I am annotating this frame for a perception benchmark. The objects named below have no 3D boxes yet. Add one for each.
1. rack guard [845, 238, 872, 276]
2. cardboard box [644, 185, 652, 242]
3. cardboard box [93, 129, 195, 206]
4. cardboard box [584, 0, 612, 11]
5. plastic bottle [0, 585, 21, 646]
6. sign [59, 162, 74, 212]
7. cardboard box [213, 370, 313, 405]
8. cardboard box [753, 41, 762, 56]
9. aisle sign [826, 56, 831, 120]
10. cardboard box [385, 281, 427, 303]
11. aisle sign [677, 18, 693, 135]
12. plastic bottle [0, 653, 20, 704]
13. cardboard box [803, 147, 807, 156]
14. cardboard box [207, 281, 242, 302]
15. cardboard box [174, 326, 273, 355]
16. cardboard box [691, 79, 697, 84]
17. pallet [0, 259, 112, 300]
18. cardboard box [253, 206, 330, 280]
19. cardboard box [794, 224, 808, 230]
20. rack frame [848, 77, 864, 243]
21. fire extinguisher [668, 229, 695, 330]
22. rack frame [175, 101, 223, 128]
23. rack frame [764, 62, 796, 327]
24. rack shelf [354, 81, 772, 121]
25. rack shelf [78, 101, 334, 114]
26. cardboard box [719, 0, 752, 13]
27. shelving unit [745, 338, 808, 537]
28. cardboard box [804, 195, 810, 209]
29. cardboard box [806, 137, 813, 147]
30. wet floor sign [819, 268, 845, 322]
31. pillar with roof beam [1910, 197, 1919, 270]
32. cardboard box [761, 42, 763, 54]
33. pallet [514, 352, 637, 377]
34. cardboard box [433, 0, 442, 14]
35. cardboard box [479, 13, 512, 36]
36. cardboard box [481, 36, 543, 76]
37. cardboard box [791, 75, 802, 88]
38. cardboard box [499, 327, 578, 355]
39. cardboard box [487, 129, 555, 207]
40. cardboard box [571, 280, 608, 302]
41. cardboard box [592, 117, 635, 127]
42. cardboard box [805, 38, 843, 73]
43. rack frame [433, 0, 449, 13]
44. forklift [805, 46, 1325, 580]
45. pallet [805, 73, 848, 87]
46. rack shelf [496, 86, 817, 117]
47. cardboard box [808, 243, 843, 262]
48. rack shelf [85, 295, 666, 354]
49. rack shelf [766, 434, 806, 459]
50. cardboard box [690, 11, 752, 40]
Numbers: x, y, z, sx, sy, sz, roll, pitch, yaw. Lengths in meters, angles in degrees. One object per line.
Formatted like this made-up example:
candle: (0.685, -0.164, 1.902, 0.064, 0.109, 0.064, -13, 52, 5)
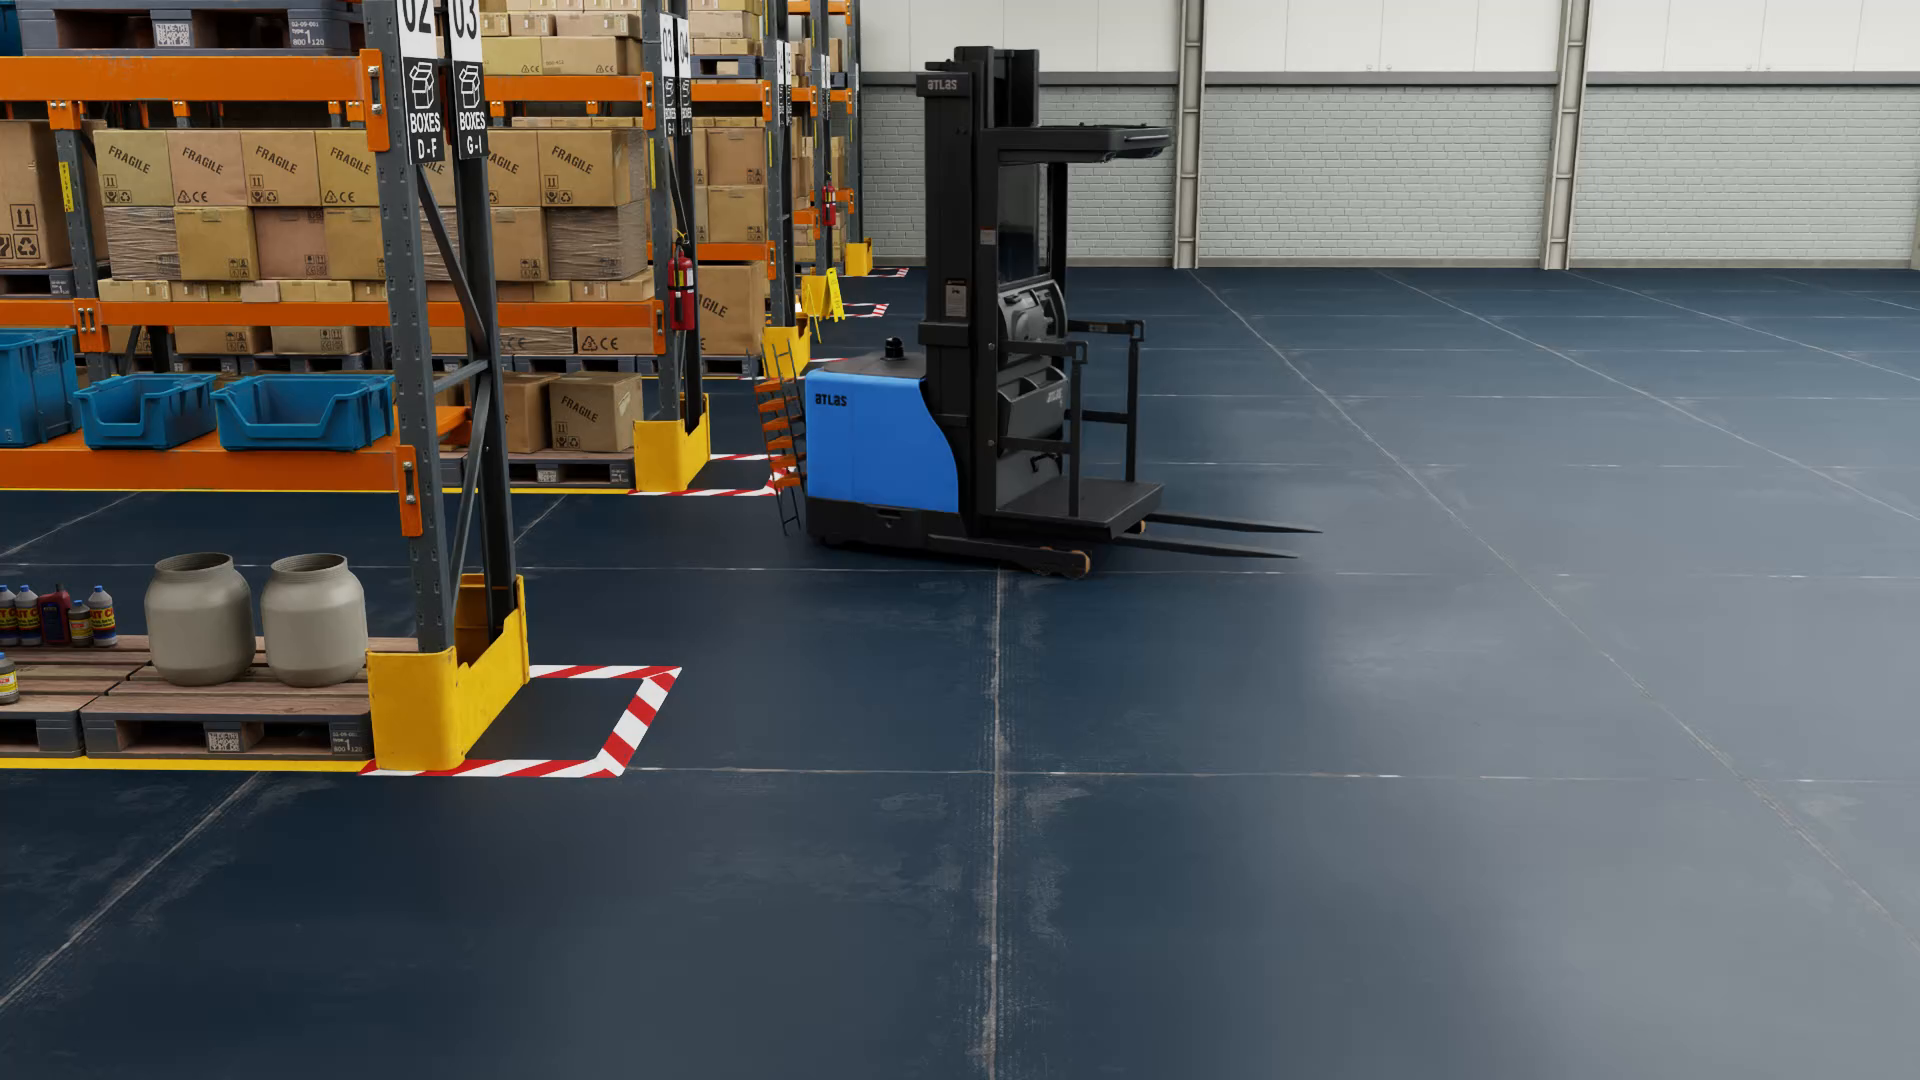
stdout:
rack guard: (-1.610, -4.518, 26.484, 0.348, 0.500, 1.175, 0, 15, 1)
cardboard box: (-3.262, -3.295, 16.654, 0.550, 0.550, 0.875, 0, 15, 1)
cardboard box: (-5.566, -2.567, 11.452, 0.500, 0.500, 0.500, 0, 15, 1)
cardboard box: (-3.399, -5.088, 15.774, 0.250, 0.149, 0.380, 0, 15, 1)
plastic bottle: (-4.384, 0.342, 7.650, 0.097, 0.271, 0.097, 0, 15, 0)
sign: (-6.020, -2.378, 11.203, 0.005, 0.325, 0.100, 0, 15, 1)
cardboard box: (-5.037, -0.939, 12.097, 0.500, 0.500, 0.500, 5, 16, 19)
cardboard box: (-2.117, -4.862, 16.482, 0.250, 0.149, 0.380, 0, 15, 2)
aisle sign: (-1.687, -5.796, 21.334, 0.004, 0.787, 0.394, 0, 15, 1)
cardboard box: (-3.803, -1.744, 11.563, 0.250, 0.149, 0.380, 0, 15, 1)
aisle sign: (-1.941, -3.267, 11.745, 0.004, 0.787, 0.394, 0, 15, 1)
plastic bottle: (-3.984, 0.570, 6.923, 0.097, 0.201, 0.097, 0, 15, 0)
cardboard box: (-2.502, -6.031, 25.851, 0.250, 0.149, 0.380, 1, 15, 2)
cardboard box: (-5.051, -1.761, 11.628, 0.250, 0.149, 0.380, 0, 15, 1)
cardboard box: (-7.368, -2.327, 16.868, 0.750, 0.750, 1.050, 0, 15, 1)
cardboard box: (-3.400, -5.736, 20.814, 0.250, 0.149, 0.380, 0, 15, 0)
pallet: (-6.769, -1.909, 12.071, 1.213, 0.211, 1.003, 0, 15, 1)
cardboard box: (-4.559, -2.143, 11.804, 0.500, 0.500, 0.875, 0, 15, 1)
cardboard box: (-2.613, -5.009, 26.052, 0.500, 0.250, 0.500, 1, 15, 2)
rack frame: (-1.634, -5.727, 26.165, 0.127, 3.000, 1.000, 0, 15, 1)
fire extinguisher: (-1.908, -1.778, 11.350, 0.183, 0.674, 0.296, 0, 15, 1)
rack frame: (-9.755, -4.513, 21.565, 0.127, 3.000, 1.000, 0, 15, 1)
rack frame: (-1.783, -3.198, 16.580, 0.127, 3.000, 1.000, 0, 15, 1)
rack shelf: (-3.782, -4.313, 16.339, 4.000, 0.370, 1.077, 0, 15, 1)
rack shelf: (-11.631, -6.894, 26.121, 4.000, 0.370, 1.077, 0, 15, 1)
cardboard box: (-2.128, -5.079, 15.742, 0.250, 0.149, 0.380, 1, 15, 2)
shelving unit: (-1.079, -0.635, 10.362, 0.189, 1.200, 0.258, -6, 12, 20)
cardboard box: (-2.091, -4.394, 21.608, 0.250, 0.149, 0.380, 0, 15, 2)
cardboard box: (-2.245, -6.175, 25.813, 0.250, 0.149, 0.380, 0, 15, 2)
wet floor sign: (-1.595, -3.048, 20.629, 0.232, 0.644, 0.267, 6, 16, 21)
pillar with roof beam: (15.577, -7.647, 21.683, 0.400, 9.000, 9.100, 0, 15, 1)
cardboard box: (-2.360, -6.114, 20.682, 0.250, 0.149, 0.380, 1, 15, 2)
pallet: (-3.800, -1.843, 16.913, 1.213, 0.211, 1.003, 0, 15, 1)
cardboard box: (-3.566, -3.763, 11.085, 0.500, 0.500, 0.500, 0, 15, 1)
cardboard box: (-3.081, -3.427, 11.083, 0.250, 0.149, 0.380, 0, 15, 2)
cardboard box: (-2.998, -3.252, 11.201, 0.500, 0.250, 0.500, 0, 15, 2)
cardboard box: (-2.121, -5.721, 20.755, 0.250, 0.149, 0.380, 0, 15, 2)
cardboard box: (-4.253, -2.373, 16.795, 0.875, 0.875, 0.875, 0, 15, 2)
cardboard box: (-3.066, -2.551, 11.392, 0.500, 0.500, 0.500, 0, 15, 1)
cardboard box: (-2.550, -1.763, 11.635, 0.250, 0.149, 0.380, 0, 15, 1)
cardboard box: (-4.310, -5.085, 20.995, 0.500, 0.500, 0.700, 0, 15, 0)
cardboard box: (-2.083, -7.417, 25.479, 0.500, 0.500, 0.500, 1, 15, 3)
rack frame: (-2.137, -3.571, 6.236, 0.127, 3.000, 1.000, 0, 15, 1)
forklift: (0.612, -1.345, 9.694, 3.031, 2.935, 1.130, 7, 16, 24)
pallet: (-2.340, -7.145, 25.837, 1.213, 0.211, 1.003, 0, 15, 1)
rack shelf: (-3.757, -5.576, 21.126, 4.000, 0.370, 1.077, 0, 15, 1)
cardboard box: (-2.112, -4.523, 26.169, 0.500, 0.250, 0.500, 0, 15, 2)
rack shelf: (-4.010, -1.599, 11.930, 4.000, 0.370, 1.077, 0, 15, 1)
rack shelf: (-1.071, -0.592, 10.371, 0.180, 0.103, 0.258, -6, 12, 20)
cardboard box: (-2.279, -4.903, 15.854, 0.500, 0.250, 0.500, 1, 15, 2)
